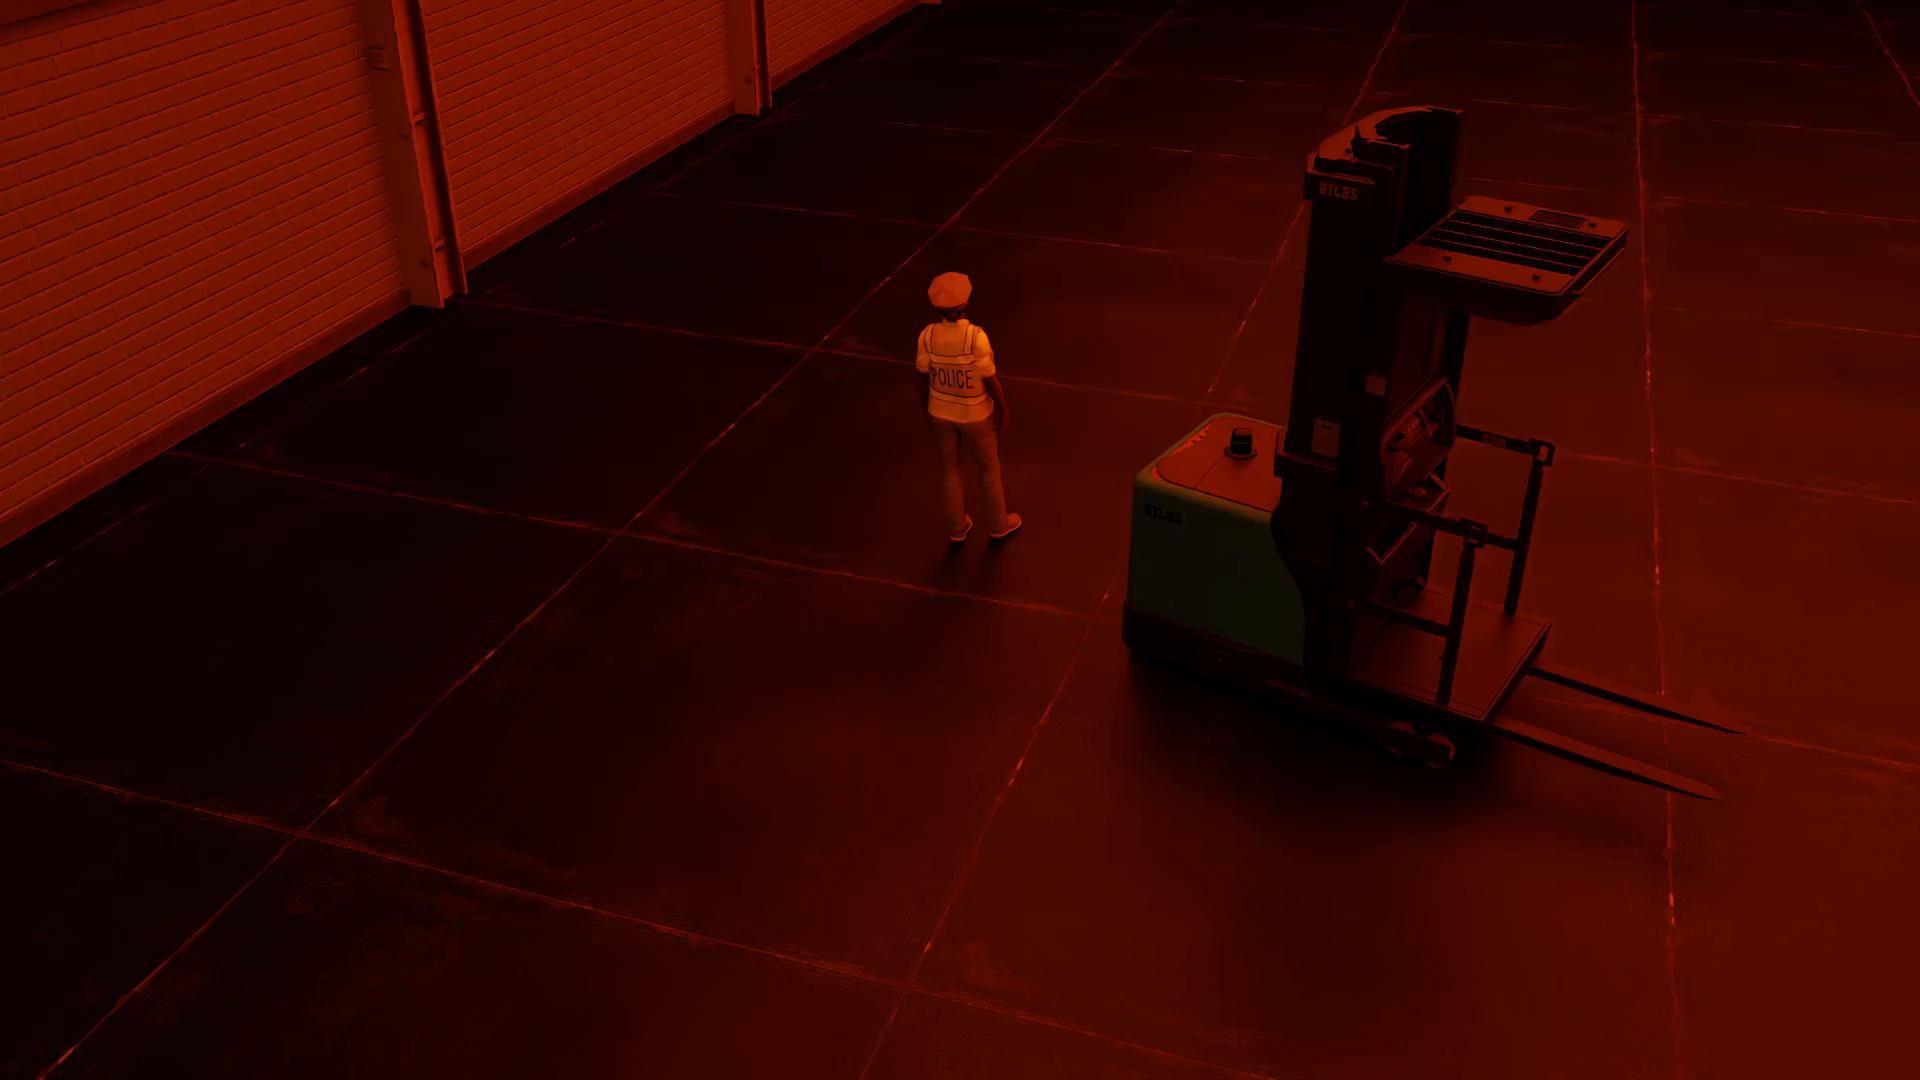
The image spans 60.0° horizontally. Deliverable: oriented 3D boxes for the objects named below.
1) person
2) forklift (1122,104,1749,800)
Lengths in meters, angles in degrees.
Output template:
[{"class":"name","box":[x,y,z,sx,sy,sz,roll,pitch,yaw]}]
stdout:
[{"class":"person","box":[0.043,-0.775,9.729,0.570,1.697,0.528,10,31,16]},{"class":"forklift","box":[2.382,-0.457,7.938,3.031,2.935,1.130,19,35,29]}]
